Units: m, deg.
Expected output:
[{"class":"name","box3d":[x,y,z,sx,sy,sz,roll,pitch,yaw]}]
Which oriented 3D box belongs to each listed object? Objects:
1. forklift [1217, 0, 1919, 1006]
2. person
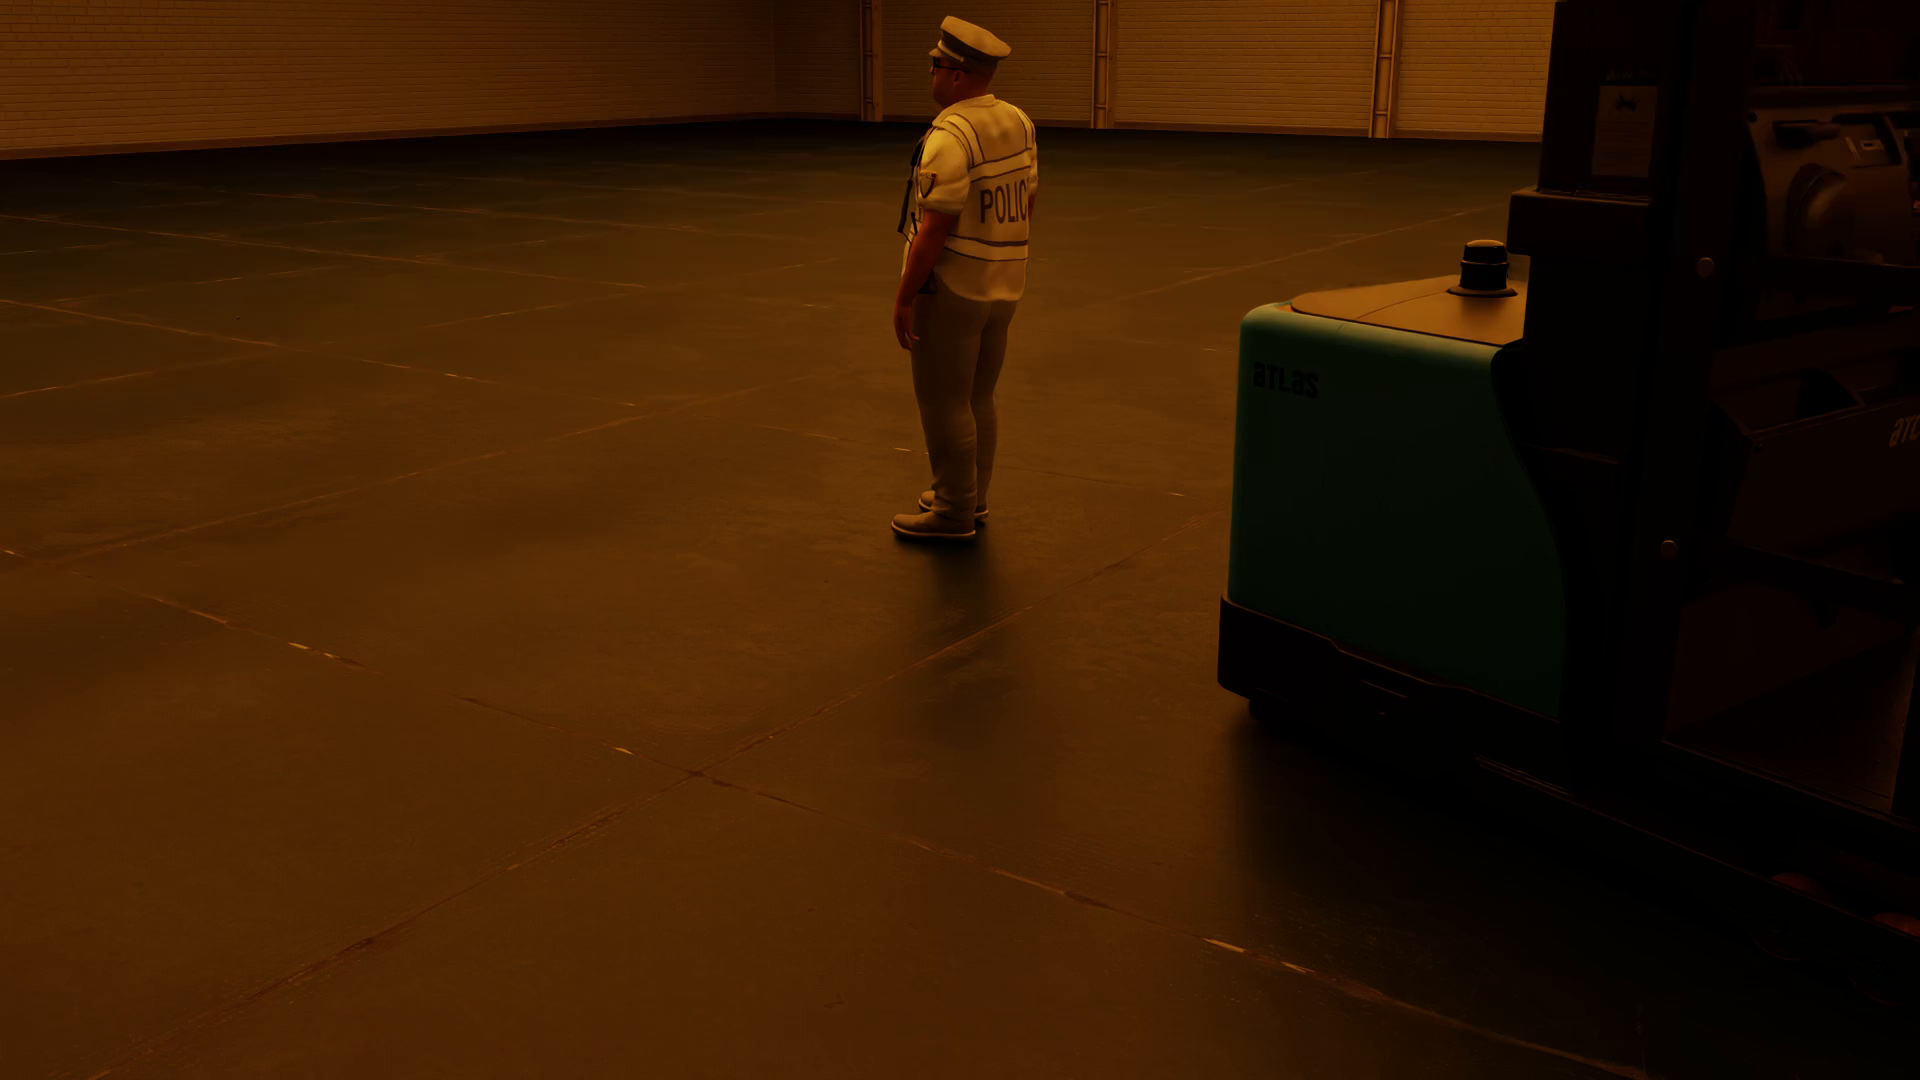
[{"class":"forklift","box3d":[1.965,-0.703,3.184,1.130,2.935,3.031,-12,20,-35]},{"class":"person","box3d":[-0.057,-0.876,5.743,0.575,1.781,0.640,11,20,33]}]
